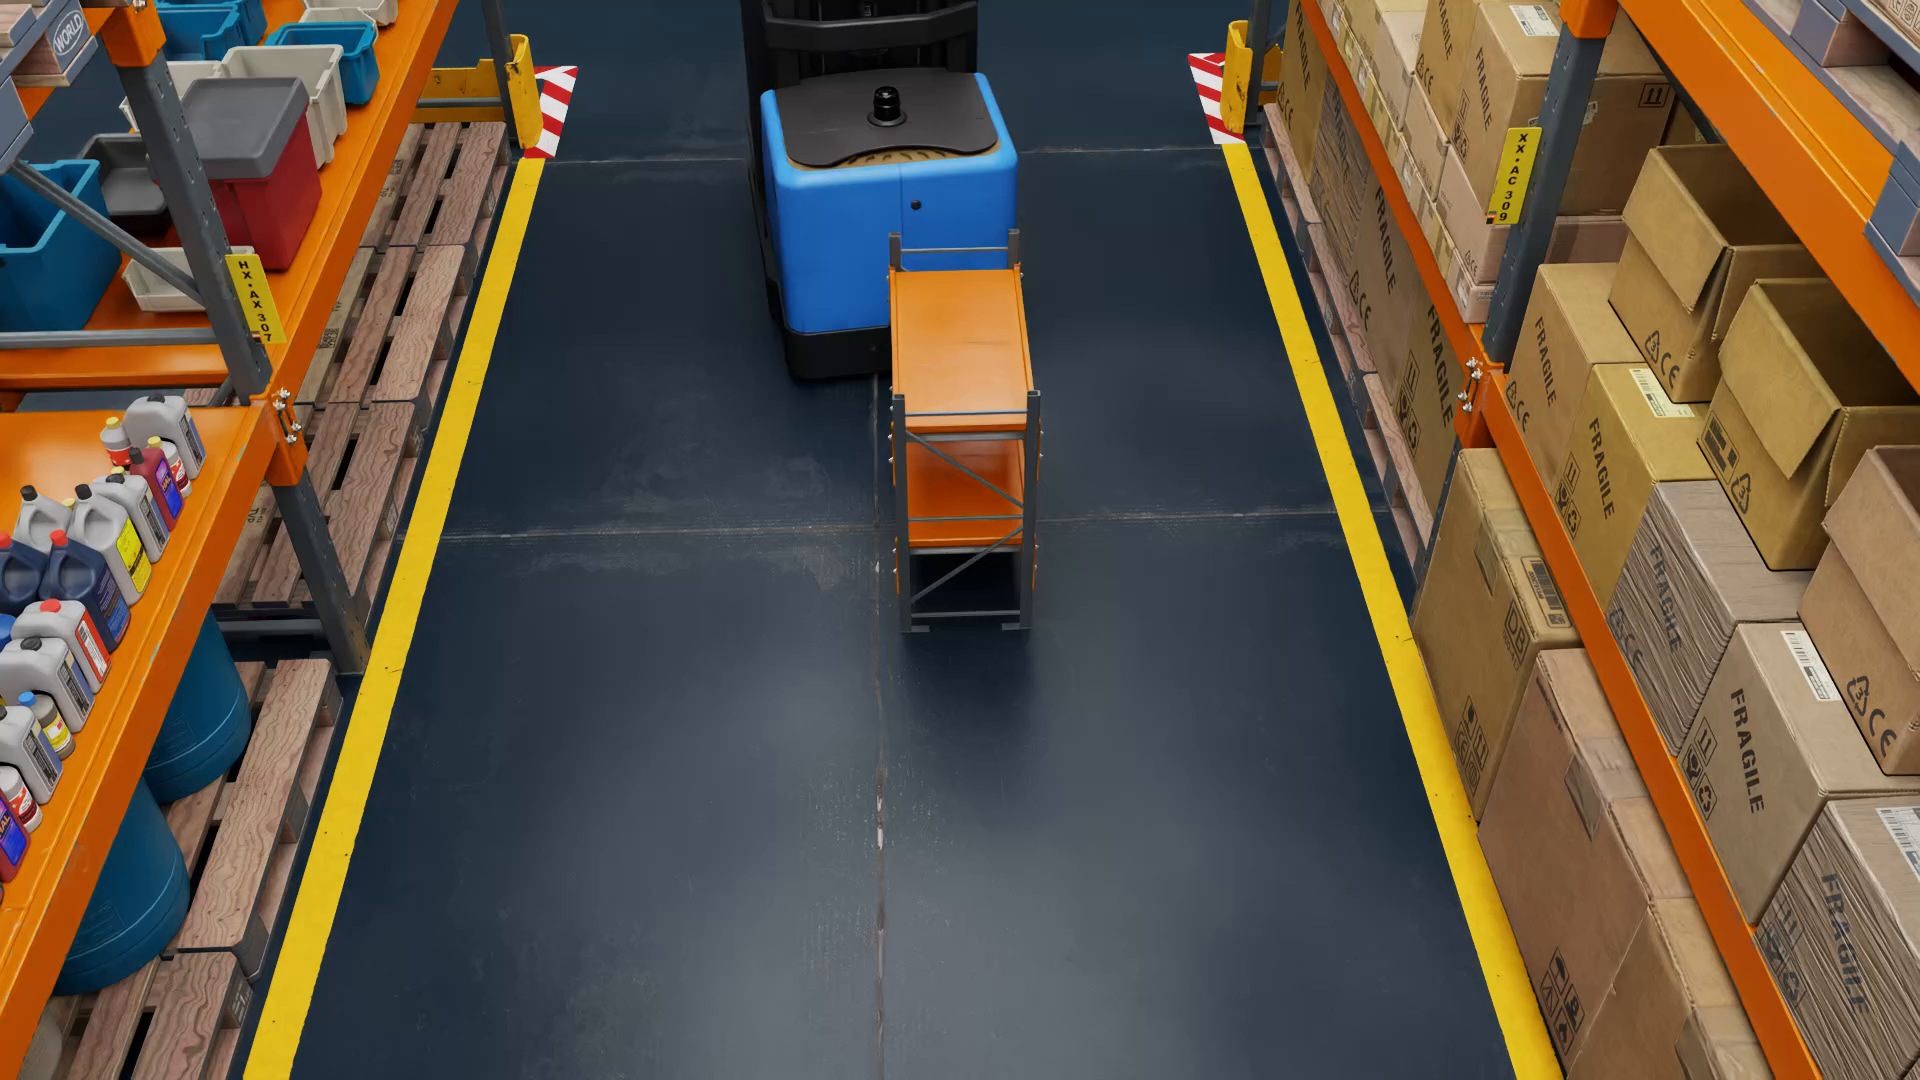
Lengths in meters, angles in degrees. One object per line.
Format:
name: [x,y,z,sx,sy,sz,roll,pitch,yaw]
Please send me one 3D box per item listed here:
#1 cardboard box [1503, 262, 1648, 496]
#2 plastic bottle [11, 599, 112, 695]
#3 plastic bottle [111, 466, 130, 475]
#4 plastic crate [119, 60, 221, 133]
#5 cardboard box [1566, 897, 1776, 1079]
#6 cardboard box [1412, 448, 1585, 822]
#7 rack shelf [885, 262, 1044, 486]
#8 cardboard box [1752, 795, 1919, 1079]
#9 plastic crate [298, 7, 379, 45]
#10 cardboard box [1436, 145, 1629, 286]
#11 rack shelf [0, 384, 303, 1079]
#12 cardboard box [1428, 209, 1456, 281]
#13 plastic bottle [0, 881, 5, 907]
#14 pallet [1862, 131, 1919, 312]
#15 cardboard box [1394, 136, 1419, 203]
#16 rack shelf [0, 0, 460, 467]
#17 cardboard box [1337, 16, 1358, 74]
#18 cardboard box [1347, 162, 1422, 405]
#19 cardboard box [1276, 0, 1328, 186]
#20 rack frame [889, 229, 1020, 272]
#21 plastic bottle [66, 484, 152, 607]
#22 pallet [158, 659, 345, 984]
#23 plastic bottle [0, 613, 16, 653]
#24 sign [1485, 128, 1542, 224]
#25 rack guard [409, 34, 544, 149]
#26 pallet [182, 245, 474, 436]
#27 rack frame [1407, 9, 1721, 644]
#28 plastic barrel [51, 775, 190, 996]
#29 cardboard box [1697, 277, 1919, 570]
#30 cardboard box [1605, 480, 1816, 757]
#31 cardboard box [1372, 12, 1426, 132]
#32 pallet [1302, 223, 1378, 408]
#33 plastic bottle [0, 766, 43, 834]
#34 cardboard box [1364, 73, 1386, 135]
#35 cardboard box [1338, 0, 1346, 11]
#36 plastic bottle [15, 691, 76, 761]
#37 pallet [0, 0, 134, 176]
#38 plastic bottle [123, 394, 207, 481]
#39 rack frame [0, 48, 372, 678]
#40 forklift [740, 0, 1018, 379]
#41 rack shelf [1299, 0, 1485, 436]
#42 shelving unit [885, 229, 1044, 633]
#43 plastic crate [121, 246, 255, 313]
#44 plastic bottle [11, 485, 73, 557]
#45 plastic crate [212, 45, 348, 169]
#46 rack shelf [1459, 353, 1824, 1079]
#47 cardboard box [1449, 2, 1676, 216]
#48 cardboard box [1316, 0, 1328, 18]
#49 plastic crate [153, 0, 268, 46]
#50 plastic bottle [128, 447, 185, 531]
cardboard box: [1.997,-0.486,4.986,0.500,0.500,0.500,-2,43,-2]
plastic bottle: [-2.345,0.265,4.333,0.152,0.276,0.135,-2,43,-2]
plastic bottle: [-2.404,-0.125,4.814,0.097,0.201,0.097,0,43,0]
plastic crate: [-3.096,-1.716,6.553,0.293,0.136,0.466,-2,43,-2]
cardboard box: [2.358,1.494,4.162,1.225,0.875,0.875,-2,43,-2]
cardboard box: [2.274,0.293,5.472,1.225,0.875,0.875,-2,43,-2]
rack shelf: [0.000,-0.635,6.177,0.538,0.278,1.000,-2,43,-2]
cardboard box: [2.088,0.884,3.492,0.500,0.500,0.500,-3,43,-3]
plastic crate: [-2.610,-2.122,6.996,0.298,0.136,0.250,-2,43,-2]
cardboard box: [1.946,-1.112,5.634,0.500,0.250,0.500,-2,43,-3]
rack shelf: [-2.636,0.991,3.982,1.077,0.370,4.000,-2,43,-2]
cardboard box: [1.876,-1.045,5.856,0.380,0.149,0.250,-1,43,-1]
plastic bottle: [-2.309,0.748,3.750,0.144,0.351,0.185,-2,43,-2]
pallet: [2.266,-0.290,2.767,1.003,0.211,1.213,0,43,0]
cardboard box: [1.854,-1.391,6.234,0.380,0.149,0.250,-1,43,-1]
rack shelf: [-2.806,-1.710,6.928,1.077,0.370,4.000,-2,43,-2]
cardboard box: [1.809,-2.087,6.993,0.380,0.149,0.250,-3,43,-3]
cardboard box: [2.241,-1.194,7.094,0.875,0.875,0.875,-2,43,-2]
cardboard box: [2.164,-2.409,8.420,0.875,0.875,0.875,-2,43,-2]
rack frame: [-0.022,-0.762,6.749,0.500,1.125,0.032,-2,43,-2]
plastic bottle: [-2.355,0.005,4.561,0.144,0.351,0.185,-2,43,-2]
pallet: [-2.730,0.925,5.584,1.003,0.211,1.213,-2,43,-2]
plastic bottle: [-2.469,0.283,4.317,0.097,0.271,0.097,0,43,0]
sign: [1.673,-1.098,5.029,0.100,0.325,0.005,-2,43,-2]
rack guard: [-2.905,-2.419,9.019,1.175,0.500,0.348,-2,43,-2]
pallet: [-2.846,-0.918,7.595,1.003,0.211,1.213,-2,43,-2]
rack frame: [2.227,-0.767,5.367,1.000,3.000,0.127,-2,43,-2]
plastic barrel: [-2.685,0.840,4.856,0.600,0.901,0.708,-2,43,-2]
cardboard box: [2.280,-0.279,4.018,0.797,0.503,0.637,-1,43,-1]
cardboard box: [2.040,0.191,4.247,0.500,0.500,0.500,-3,43,-3]
cardboard box: [1.900,-1.805,6.391,0.500,0.250,0.500,-1,43,-1]
pallet: [2.218,-1.080,7.772,1.003,0.211,1.213,-2,43,-2]
plastic bottle: [-2.297,0.617,4.003,0.097,0.201,0.097,0,43,0]
cardboard box: [1.832,-1.738,6.612,0.380,0.149,0.250,-2,43,-2]
cardboard box: [1.854,-2.500,7.148,0.500,0.250,0.500,-3,43,-3]
plastic bottle: [-2.307,0.461,4.174,0.097,0.201,0.097,0,43,0]
pallet: [-2.590,-1.134,3.687,1.213,0.211,1.003,-2,43,-2]
plastic bottle: [-2.382,-0.322,4.973,0.152,0.276,0.135,-2,43,-2]
rack frame: [-2.721,-0.625,5.211,1.000,3.000,0.127,-2,43,-2]
forklift: [-0.505,-2.805,7.640,1.130,2.935,3.031,-7,43,-7]
rack shelf: [2.142,-1.852,7.083,1.077,0.370,4.000,-2,43,-2]
shelving unit: [0.000,-0.419,6.375,0.538,1.125,1.048,-2,43,-2]
plastic crate: [-2.598,-0.868,5.628,0.396,0.136,0.243,-2,43,-2]
plastic bottle: [-2.499,0.009,4.557,0.144,0.351,0.185,-2,43,-2]
plastic crate: [-2.602,-1.639,6.362,0.437,0.282,0.530,-2,43,-2]
rack shelf: [2.312,0.849,4.137,1.077,0.370,4.000,-2,43,-2]
cardboard box: [1.940,-1.400,5.394,0.500,0.500,0.500,-1,43,-1]
cardboard box: [1.788,-2.432,7.369,0.380,0.149,0.250,-2,43,-3]
plastic crate: [-3.154,-2.220,7.032,0.416,0.233,0.300,-2,43,-2]
plastic bottle: [-2.326,-0.170,4.802,0.061,0.283,0.133,-2,43,-2]
